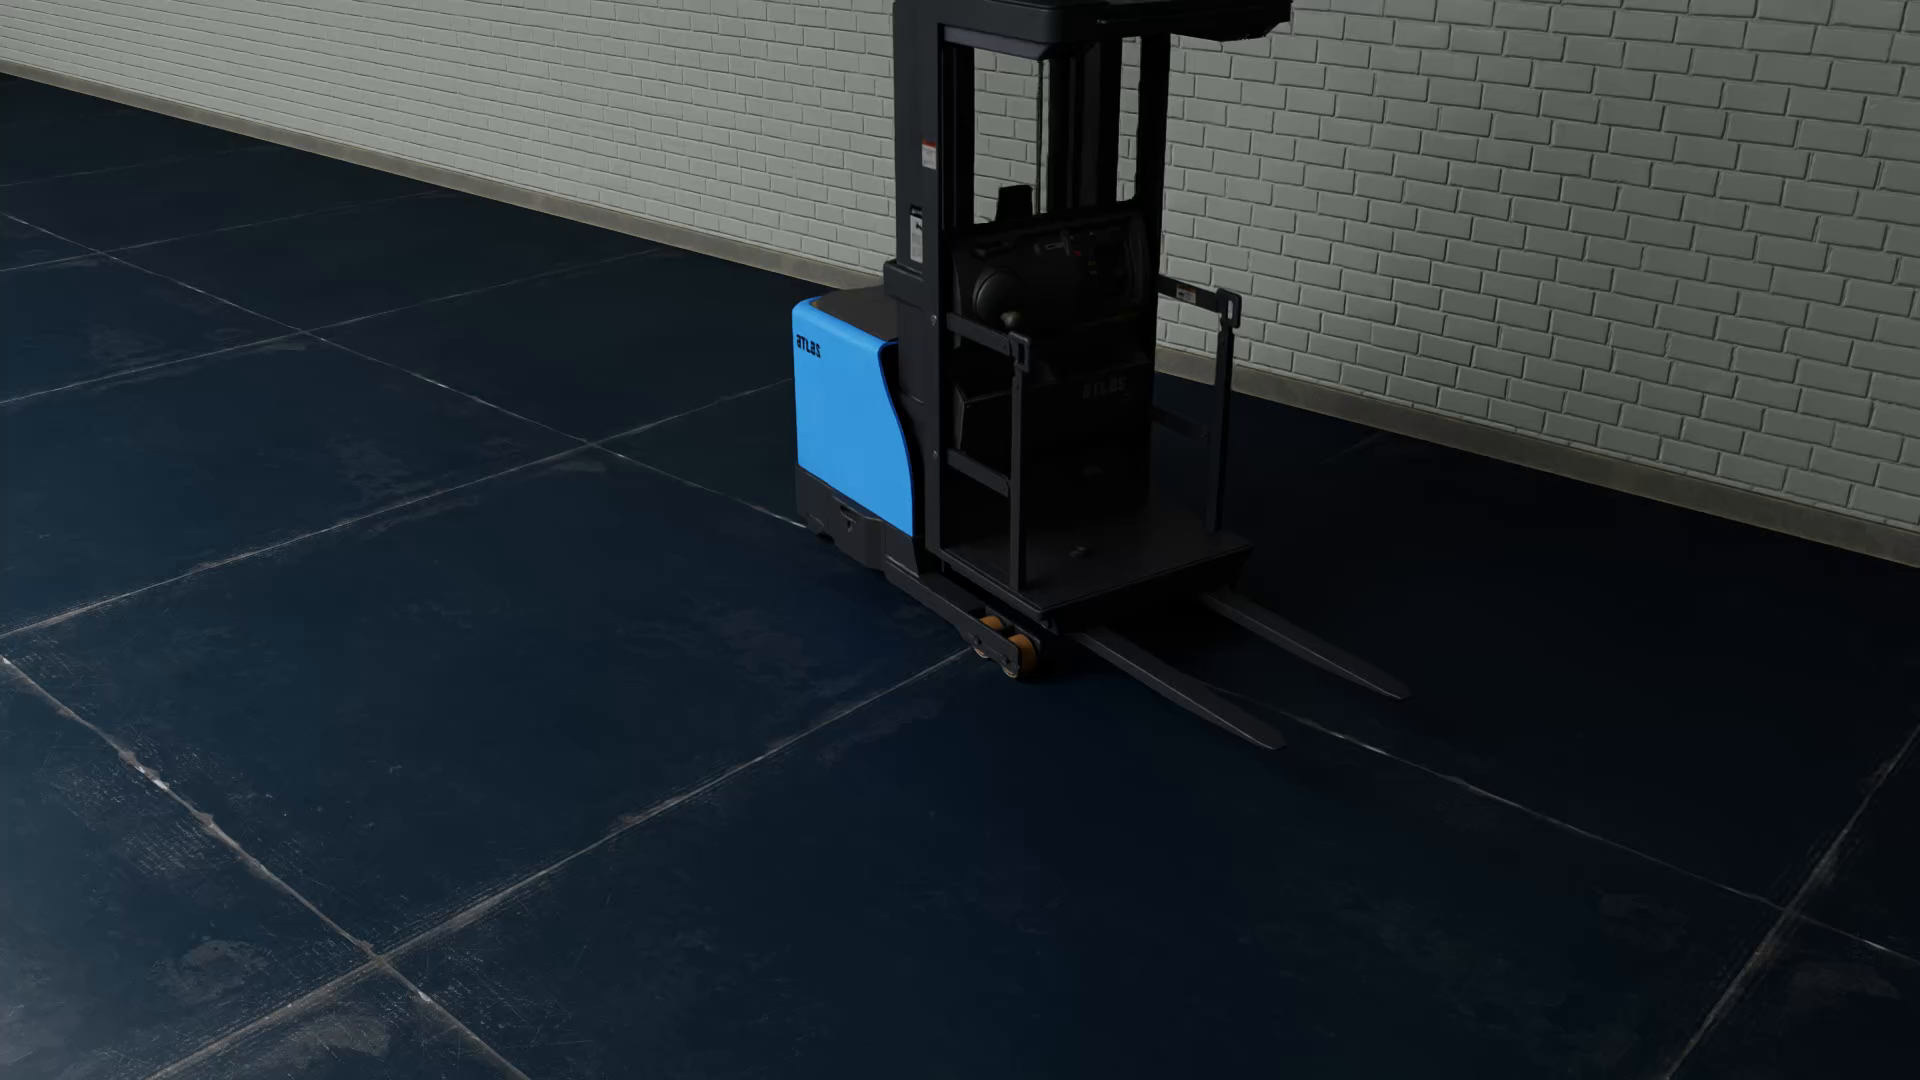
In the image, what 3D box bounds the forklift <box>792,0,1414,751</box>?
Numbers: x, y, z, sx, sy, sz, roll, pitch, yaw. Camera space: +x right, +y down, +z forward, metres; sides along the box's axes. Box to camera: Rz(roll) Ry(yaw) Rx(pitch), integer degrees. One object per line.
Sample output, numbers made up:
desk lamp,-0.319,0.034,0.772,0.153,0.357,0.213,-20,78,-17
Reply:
forklift,0.480,-1.027,6.320,1.130,2.935,3.031,-15,28,-31
